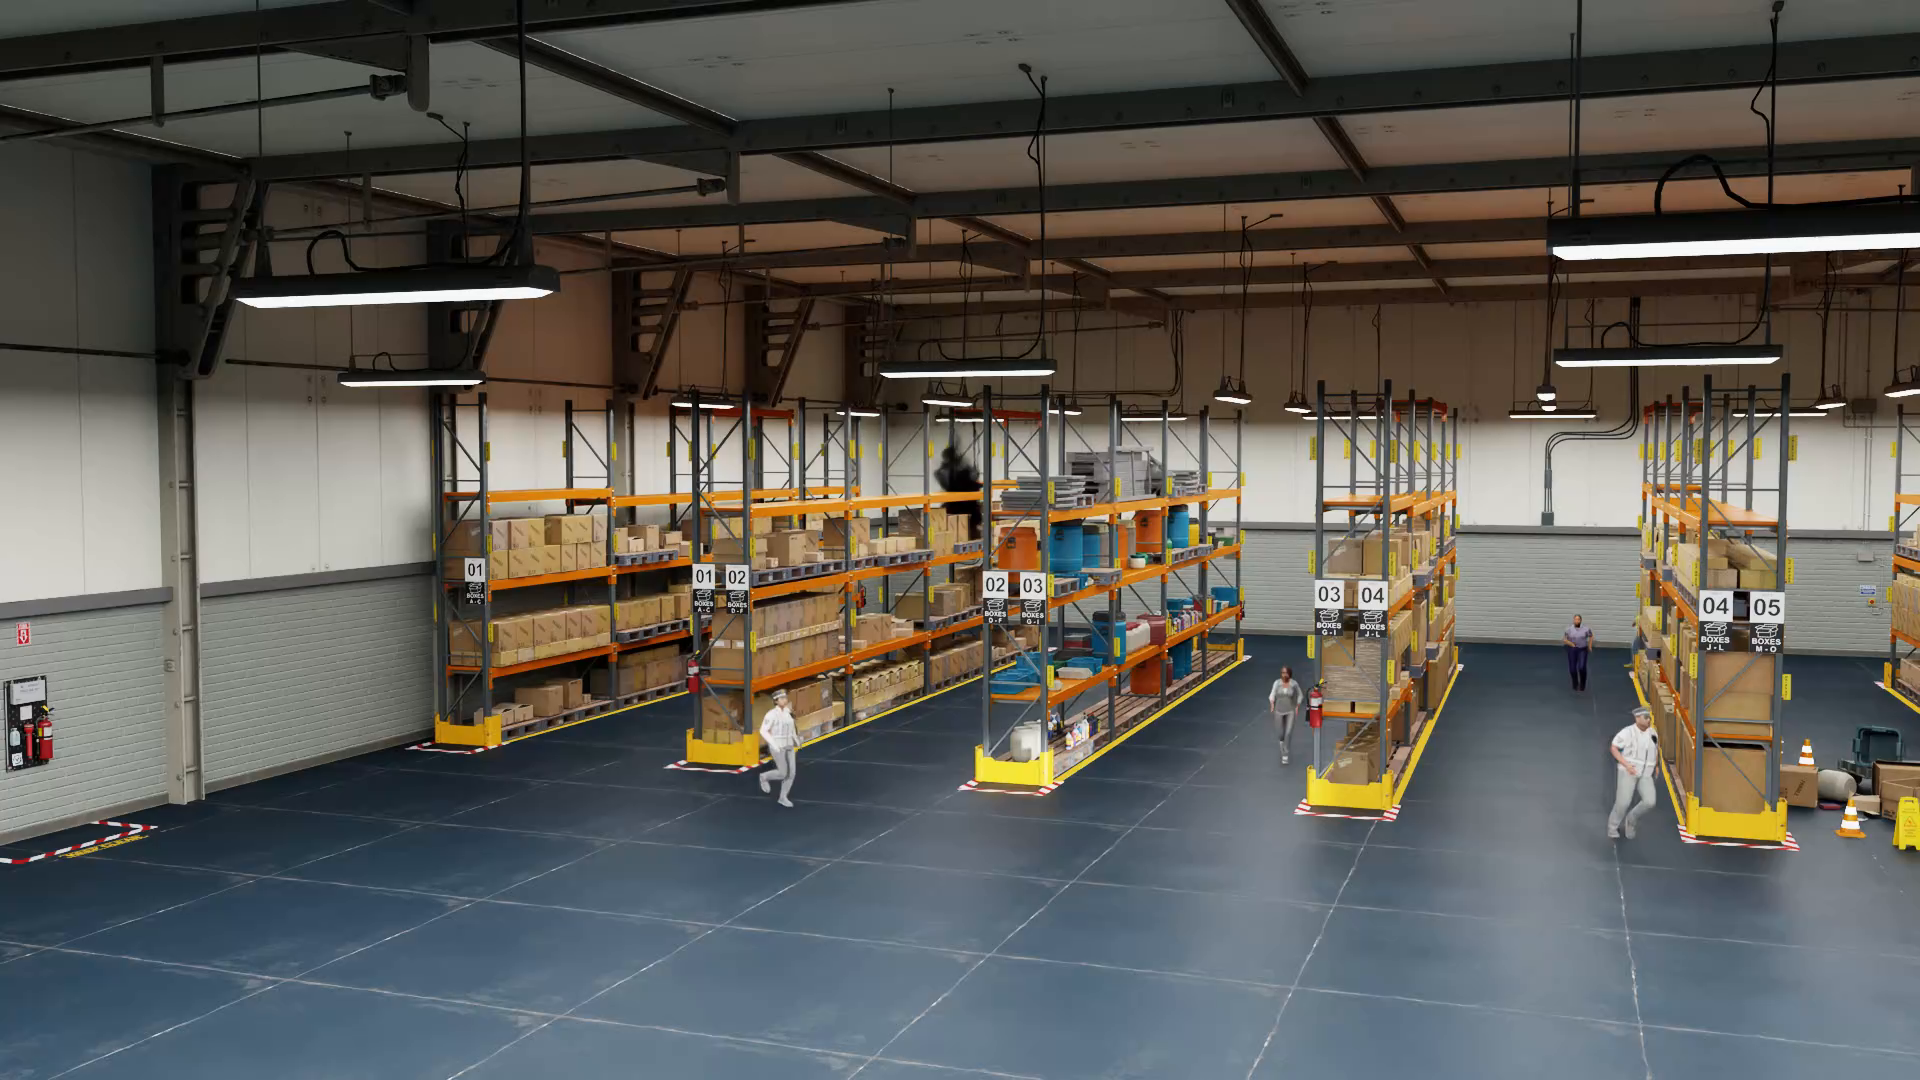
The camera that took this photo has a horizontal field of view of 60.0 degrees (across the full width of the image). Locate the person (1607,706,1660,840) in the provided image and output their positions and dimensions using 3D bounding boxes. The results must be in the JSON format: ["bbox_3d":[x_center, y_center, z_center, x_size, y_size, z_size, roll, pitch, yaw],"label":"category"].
[{"bbox_3d":[8.751,2.999,21.434,0.722,1.734,0.595,0,3,-6],"label":"person"}]

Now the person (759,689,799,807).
[{"bbox_3d":[-2.585,2.930,23.606,0.589,1.668,0.476,3,4,41],"label":"person"}]

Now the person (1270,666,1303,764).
[{"bbox_3d":[5.274,2.798,26.892,0.527,1.561,0.694,1,3,15],"label":"person"}]

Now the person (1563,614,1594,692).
[{"bbox_3d":[12.831,2.348,34.529,0.577,1.615,0.725,1,3,25],"label":"person"}]

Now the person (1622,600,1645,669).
[{"bbox_3d":[15.620,2.129,38.007,0.832,1.695,0.823,1,3,19],"label":"person"}]
